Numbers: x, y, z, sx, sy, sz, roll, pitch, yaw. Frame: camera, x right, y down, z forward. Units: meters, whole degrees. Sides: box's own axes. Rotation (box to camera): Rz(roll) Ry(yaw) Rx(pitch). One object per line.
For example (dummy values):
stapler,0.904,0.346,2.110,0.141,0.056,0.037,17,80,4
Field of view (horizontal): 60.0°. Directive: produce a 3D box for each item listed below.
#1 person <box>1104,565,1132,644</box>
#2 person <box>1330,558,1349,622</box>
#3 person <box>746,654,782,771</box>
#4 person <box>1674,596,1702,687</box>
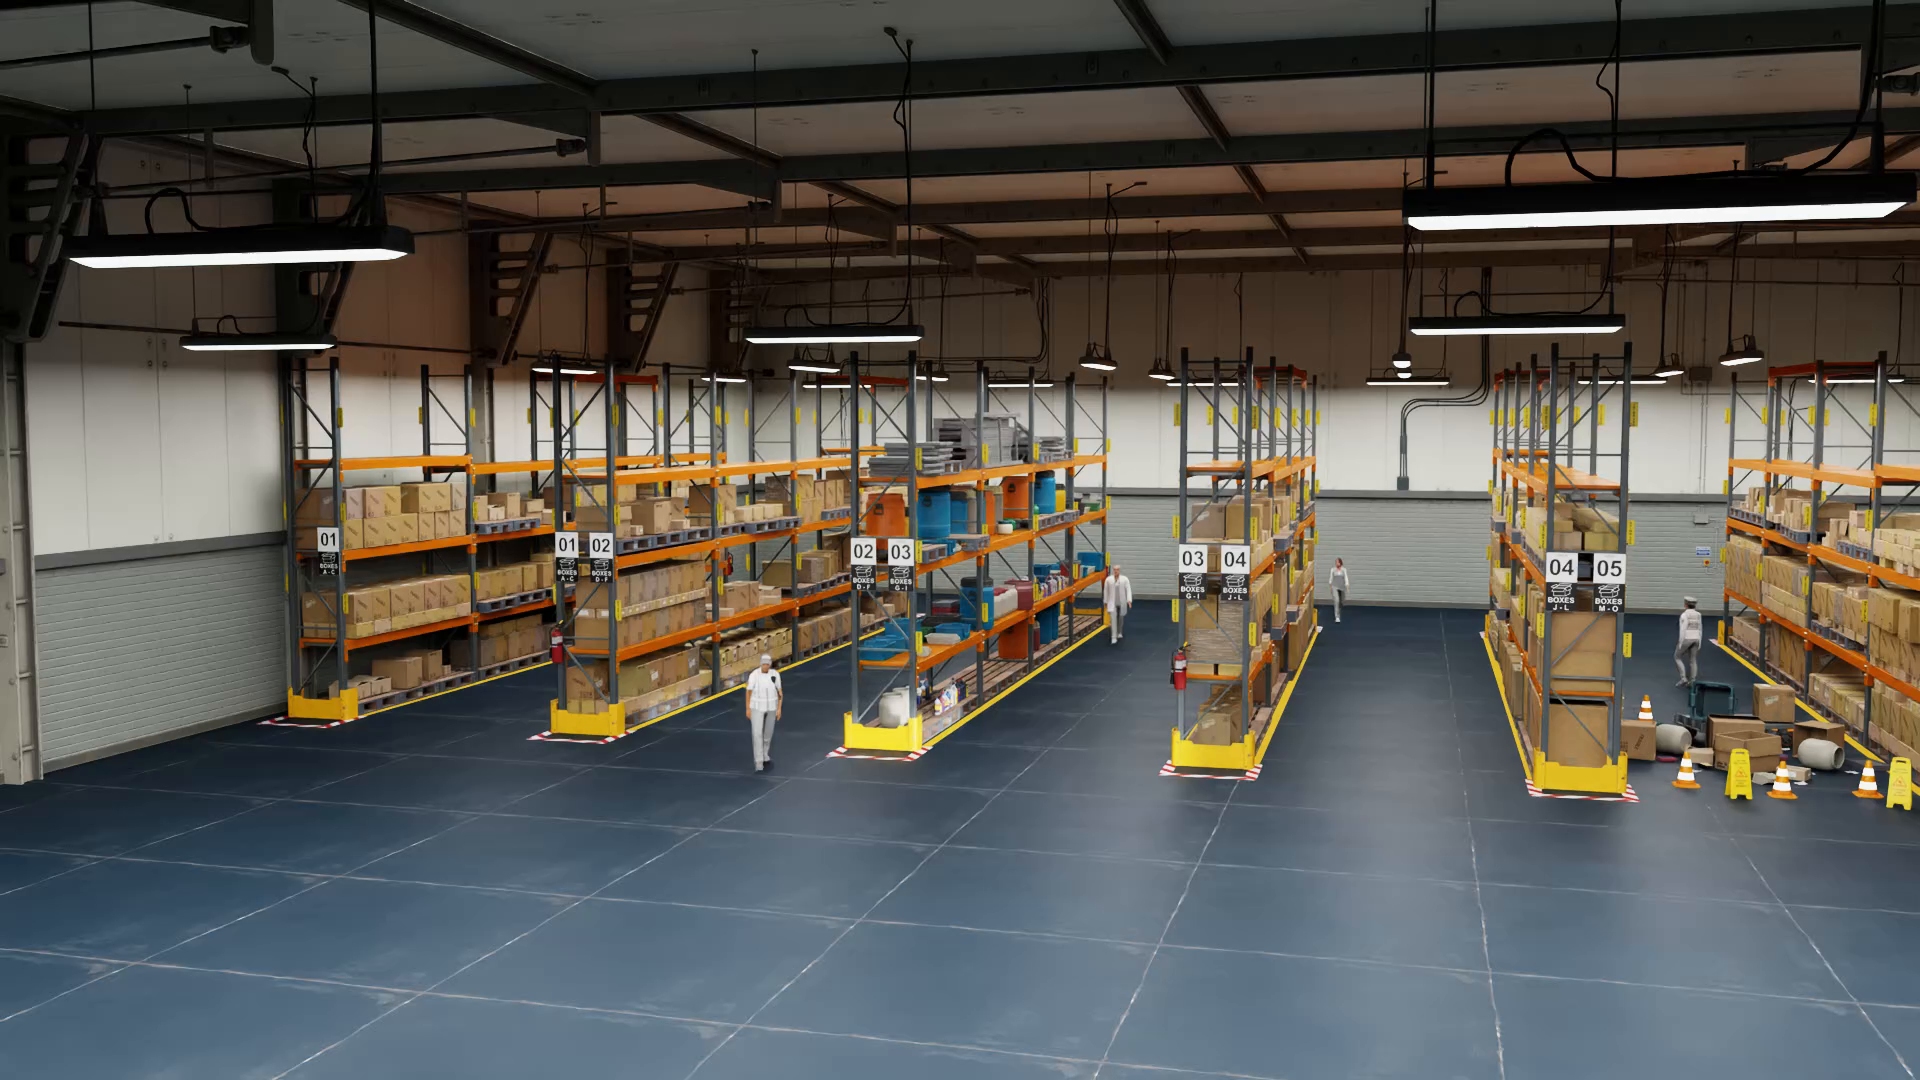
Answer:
person,3.506,1.409,36.925,0.595,1.727,1.159,0,4,-1
person,9.309,1.206,40.854,0.415,1.555,0.886,0,4,0
person,-2.804,2.425,23.808,0.528,1.610,0.957,-2,5,-24
person,13.577,1.902,30.969,0.519,1.706,0.373,-1,4,-16
